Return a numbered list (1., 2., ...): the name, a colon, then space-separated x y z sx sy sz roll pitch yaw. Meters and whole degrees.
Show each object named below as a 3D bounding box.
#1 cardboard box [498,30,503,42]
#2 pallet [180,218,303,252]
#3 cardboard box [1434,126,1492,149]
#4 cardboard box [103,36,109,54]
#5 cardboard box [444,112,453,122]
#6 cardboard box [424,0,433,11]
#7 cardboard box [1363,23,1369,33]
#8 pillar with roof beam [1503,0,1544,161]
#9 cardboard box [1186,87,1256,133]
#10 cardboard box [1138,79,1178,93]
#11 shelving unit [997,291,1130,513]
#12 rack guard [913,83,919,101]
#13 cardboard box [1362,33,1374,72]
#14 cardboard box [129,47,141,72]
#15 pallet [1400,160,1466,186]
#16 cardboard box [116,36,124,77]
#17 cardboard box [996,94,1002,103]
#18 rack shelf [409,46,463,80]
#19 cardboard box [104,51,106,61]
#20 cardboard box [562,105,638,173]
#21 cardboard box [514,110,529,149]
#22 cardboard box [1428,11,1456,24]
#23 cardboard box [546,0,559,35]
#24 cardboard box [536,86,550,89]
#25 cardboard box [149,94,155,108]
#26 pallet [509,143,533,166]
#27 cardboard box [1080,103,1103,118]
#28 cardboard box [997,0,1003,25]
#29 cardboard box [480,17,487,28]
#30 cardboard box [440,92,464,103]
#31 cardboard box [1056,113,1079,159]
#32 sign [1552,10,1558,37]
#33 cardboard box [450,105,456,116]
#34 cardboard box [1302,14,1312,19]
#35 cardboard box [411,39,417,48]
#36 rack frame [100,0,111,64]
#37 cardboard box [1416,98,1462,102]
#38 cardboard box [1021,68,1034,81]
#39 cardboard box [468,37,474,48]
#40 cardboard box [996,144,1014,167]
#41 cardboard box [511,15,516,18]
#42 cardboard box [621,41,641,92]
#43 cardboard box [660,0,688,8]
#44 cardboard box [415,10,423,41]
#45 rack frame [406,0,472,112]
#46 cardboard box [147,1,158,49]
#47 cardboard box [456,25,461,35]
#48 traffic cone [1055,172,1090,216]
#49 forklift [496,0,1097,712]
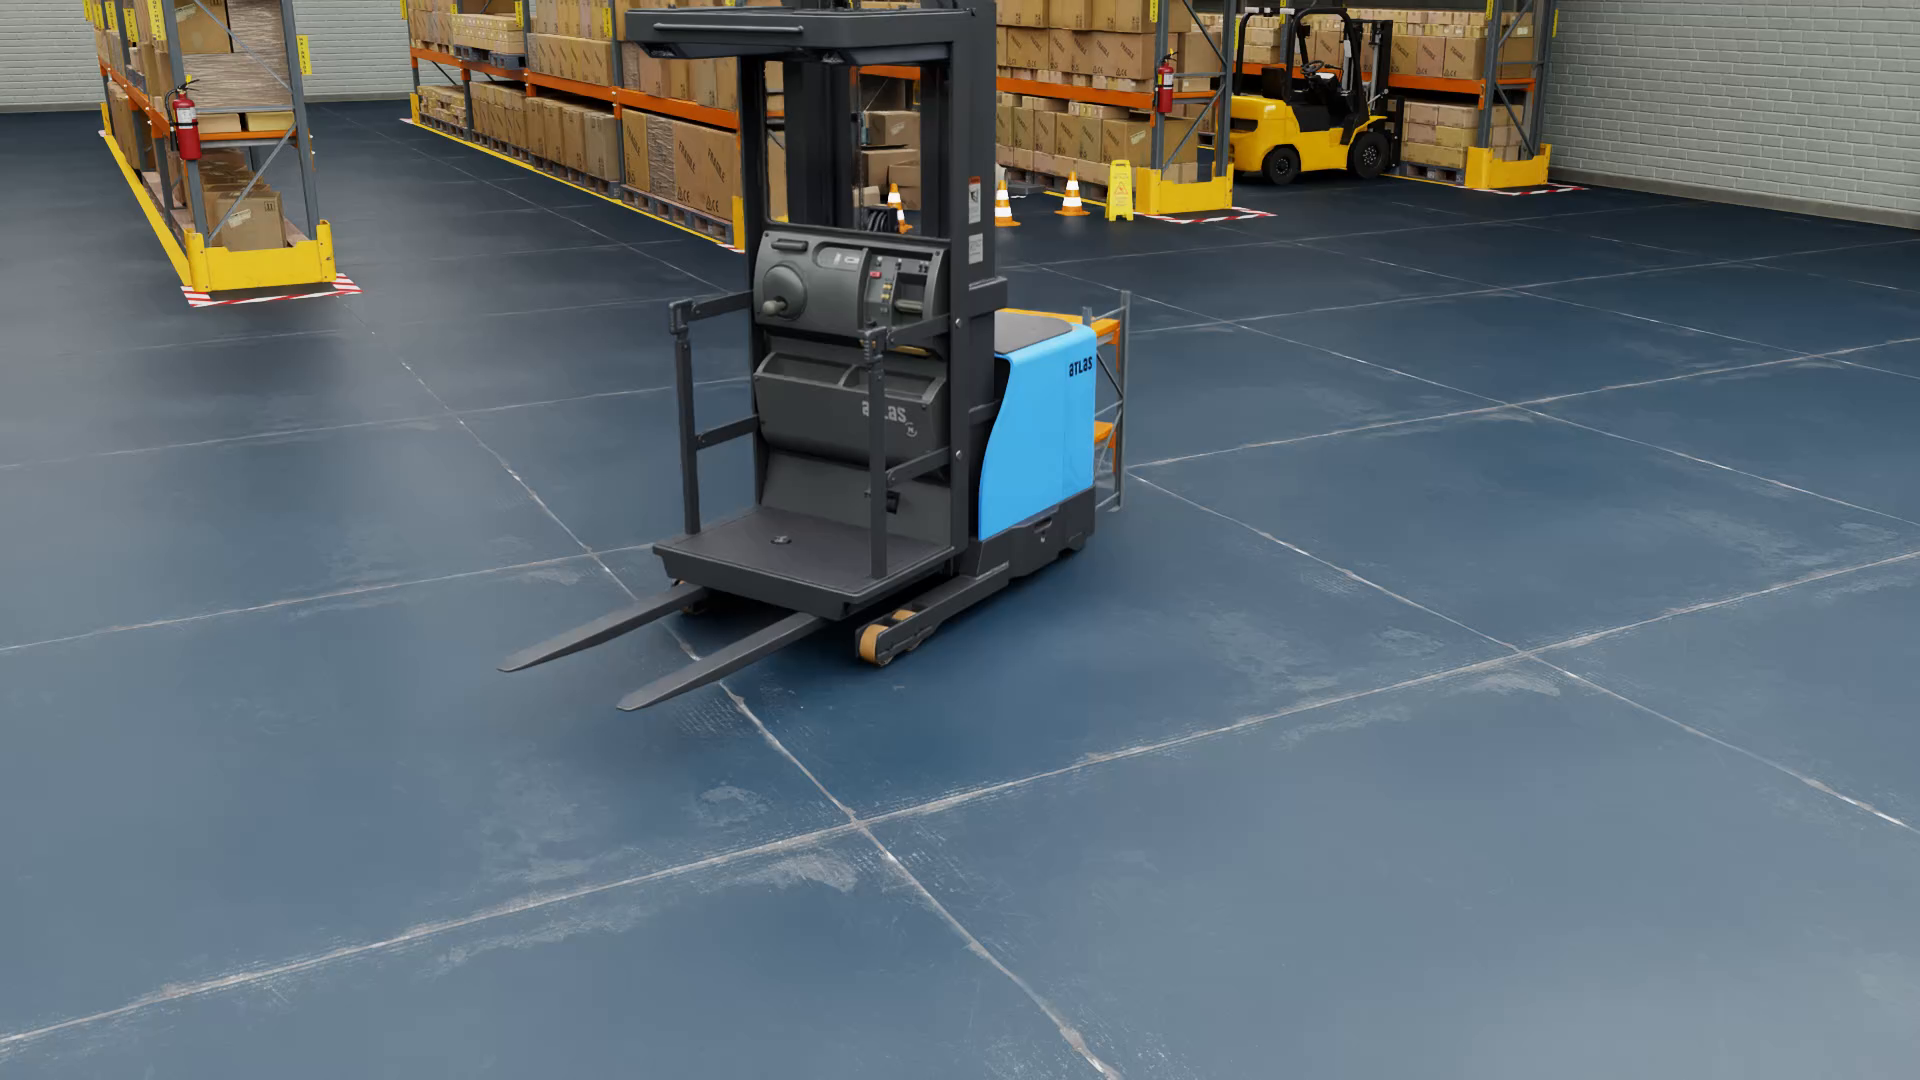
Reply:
1. cardboard box: -6.257 -7.068 23.302 0.380 0.149 0.250 -9 21 -25
2. pallet: -7.074 -2.956 16.376 1.003 0.211 1.213 -10 21 -27
3. cardboard box: 6.474 -5.196 21.395 0.500 0.250 0.500 -10 22 -27
4. cardboard box: -12.247 -7.265 24.361 0.500 0.250 0.500 -10 22 -28
5. cardboard box: -8.371 -7.056 27.708 0.380 0.149 0.250 -10 21 -27
6. cardboard box: -8.595 -9.045 27.603 0.500 0.500 0.500 -11 22 -28
7. cardboard box: 5.583 -6.967 22.576 0.380 0.149 0.250 -11 22 -28
8. pillar with roof beam: 3.654 -8.478 18.905 9.100 9.000 0.400 -10 21 -27
9. cardboard box: 4.103 -6.781 26.181 0.875 0.625 0.625 -11 22 -29
10. cardboard box: 2.248 -5.155 18.857 0.380 0.149 0.250 -9 21 -25
11. shelving unit: 0.267 -0.715 8.480 1.048 1.125 0.538 10 22 27
12. rack guard: -0.581 -9.359 34.487 1.175 0.500 0.348 -10 21 -27
13. cardboard box: 5.785 -6.557 22.382 0.500 0.500 0.500 -10 21 -26
14. cardboard box: -9.313 -5.572 19.266 0.500 0.250 0.500 -11 22 -28
15. pallet: 6.580 -4.864 21.904 1.003 0.211 1.213 -10 21 -27
16. cardboard box: -10.591 -6.255 21.508 0.500 0.500 0.500 -10 22 -27
17. cardboard box: 0.759 -8.379 31.543 0.380 0.149 0.250 -11 22 -28
18. rack shelf: -8.343 -8.082 28.059 1.077 0.370 4.000 -10 21 -27
19. cardboard box: -12.605 -7.249 24.924 0.380 0.149 0.250 -10 21 -26
20. cardboard box: -4.423 -5.129 21.201 1.050 0.750 0.750 -10 21 -27
21. cardboard box: -6.036 -5.865 23.719 0.500 0.500 0.500 -10 21 -27
22. cardboard box: 6.279 -6.754 21.502 0.380 0.149 0.250 -10 21 -26
23. cardboard box: -5.048 -6.945 21.972 0.700 0.500 0.500 -10 22 -27
24. cardboard box: -6.072 -6.597 24.688 0.500 0.250 0.500 -10 21 -26
25. cardboard box: -8.062 -4.512 16.993 0.380 0.149 0.250 -10 21 -27
26. pallet: -5.863 -5.606 24.055 1.003 0.211 1.213 -10 21 -27
27. cardboard box: 1.654 -5.116 19.788 0.380 0.149 0.250 -10 21 -26
28. cardboard box: 0.732 -6.848 21.237 0.700 0.500 0.500 -10 22 -27
29. cardboard box: -6.742 -7.502 24.104 0.380 0.149 0.250 -9 21 -24
30. cardboard box: -8.475 -7.405 27.808 0.380 0.149 0.250 -11 22 -29
31. cardboard box: 1.520 -4.937 20.263 0.500 0.500 0.500 -11 22 -28
32. sign: 7.472 -6.500 20.922 0.100 0.325 0.005 -10 21 -27
33. cardboard box: -8.104 -7.031 27.179 0.380 0.149 0.250 -11 22 -29
34. cardboard box: 4.971 -7.475 23.590 0.380 0.149 0.250 -10 21 -26
35. cardboard box: -9.427 -8.734 29.230 0.380 0.149 0.250 -10 21 -27
36. rack frame: -11.806 -7.109 24.135 1.000 3.000 0.127 -10 21 -27
37. cardboard box: 6.450 -5.796 22.368 0.500 0.250 0.500 -10 21 -27
38. cardboard box: 0.987 -5.876 20.948 0.380 0.149 0.250 -9 21 -25
39. cardboard box: -7.119 -7.448 24.857 0.380 0.149 0.250 -11 22 -29
40. cardboard box: 0.757 -5.035 21.696 0.500 0.250 0.500 -11 22 -29
41. cardboard box: -6.543 -7.826 25.043 0.380 0.149 0.250 -11 22 -28
42. cardboard box: -3.408 -5.519 19.296 0.875 0.550 0.550 -10 21 -27
43. cardboard box: -2.692 -5.555 17.745 0.875 0.550 0.500 -10 21 -27
44. cardboard box: -9.046 -8.863 28.609 0.500 0.500 0.500 -10 21 -27
45. rack frame: -9.292 -8.997 29.605 1.000 3.000 0.127 -10 21 -27
46. cardboard box: -7.064 -4.731 15.101 0.500 0.500 0.500 -10 21 -27
47. cardboard box: -7.486 -7.810 25.453 0.380 0.149 0.250 -10 22 -28
48. traffic cone: 1.274 -3.924 18.793 0.336 0.463 0.334 -10 21 -27
49. forklift: -0.584 -1.057 6.700 1.130 2.935 3.031 12 23 32
